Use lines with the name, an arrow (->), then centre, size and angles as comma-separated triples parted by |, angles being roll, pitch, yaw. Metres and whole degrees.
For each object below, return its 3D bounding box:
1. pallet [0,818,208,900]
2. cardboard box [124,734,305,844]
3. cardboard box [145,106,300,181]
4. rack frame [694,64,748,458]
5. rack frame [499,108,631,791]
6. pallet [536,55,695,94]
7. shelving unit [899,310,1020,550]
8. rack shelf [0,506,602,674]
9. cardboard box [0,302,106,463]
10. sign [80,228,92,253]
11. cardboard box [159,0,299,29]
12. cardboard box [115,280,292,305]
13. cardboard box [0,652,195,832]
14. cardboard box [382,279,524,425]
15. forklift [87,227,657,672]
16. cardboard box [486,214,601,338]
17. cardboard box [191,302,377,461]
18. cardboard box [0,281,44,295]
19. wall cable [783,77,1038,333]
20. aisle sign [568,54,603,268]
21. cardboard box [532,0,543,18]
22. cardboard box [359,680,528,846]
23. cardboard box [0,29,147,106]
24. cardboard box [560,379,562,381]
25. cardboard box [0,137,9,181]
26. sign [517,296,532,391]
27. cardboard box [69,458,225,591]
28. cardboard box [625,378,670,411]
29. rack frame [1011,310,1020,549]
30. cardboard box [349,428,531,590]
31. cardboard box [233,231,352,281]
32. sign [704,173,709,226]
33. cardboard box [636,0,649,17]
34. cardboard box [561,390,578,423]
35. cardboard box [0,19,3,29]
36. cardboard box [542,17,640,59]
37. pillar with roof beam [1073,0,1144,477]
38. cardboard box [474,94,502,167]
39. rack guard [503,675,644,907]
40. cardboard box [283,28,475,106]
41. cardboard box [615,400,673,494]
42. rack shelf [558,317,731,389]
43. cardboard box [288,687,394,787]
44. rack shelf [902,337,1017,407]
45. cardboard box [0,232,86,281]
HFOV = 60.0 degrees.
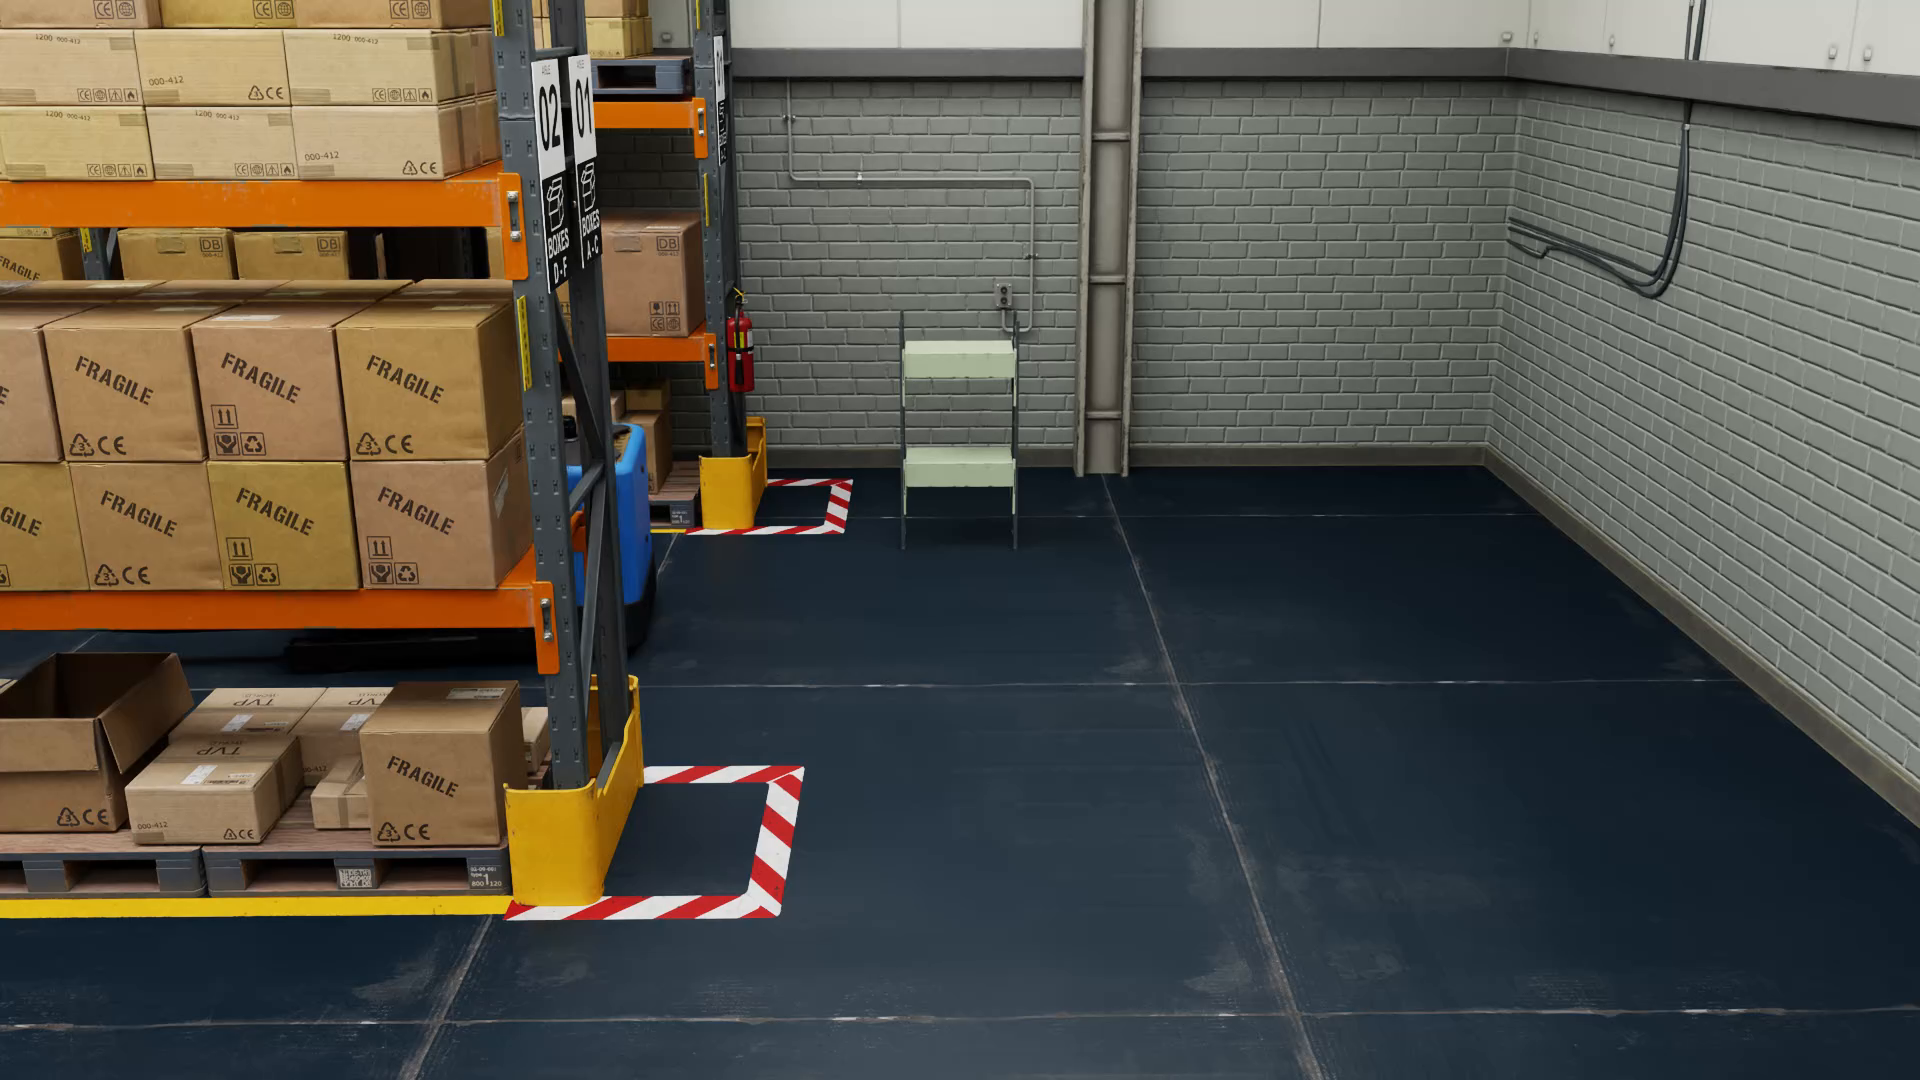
pallet -> -3.622, 1.173, 7.046 | 1.213, 0.211, 1.003 | 0, 18, -1
cardboard box -> -3.022, 1.009, 6.774 | 0.500, 0.250, 0.500 | 0, 18, -1
cardboard box -> -2.541, -1.439, 5.959 | 0.500, 0.250, 0.500 | 0, 18, -1
rack frame -> -1.614, -1.677, 11.366 | 0.127, 3.000, 1.000 | 0, 18, -1
rack frame -> -1.532, -0.165, 6.650 | 0.127, 3.000, 1.000 | 0, 18, -1
pallet -> -2.355, -3.057, 10.900 | 1.213, 0.211, 1.003 | 0, 18, -1
shelving unit -> -0.007, -0.714, 10.818 | 0.755, 1.500, 0.431 | 0, 18, -1
rack shelf -> -3.531, 0.188, 6.730 | 4.000, 0.370, 1.077 | 0, 18, -1
cardboard box -> -3.509, -0.593, 6.185 | 0.500, 0.500, 0.500 | 0, 18, 1
sign -> -5.595, -2.006, 10.625 | 0.005, 0.325, 0.100 | 0, 18, -1
cardboard box -> -2.546, -2.133, 6.073 | 0.500, 0.500, 0.700 | 0, 18, -1
cardboard box -> -3.002, -0.761, 6.708 | 0.500, 0.500, 0.500 | 0, 18, 0
cardboard box -> -3.653, 0.823, 6.937 | 0.637, 0.503, 0.797 | 0, 18, -1
cardboard box -> -1.980, -0.767, 6.726 | 0.500, 0.500, 0.500 | 0, 18, 1
forklift -> -3.274, -0.864, 8.943 | 3.031, 2.935, 1.130 | -2, 18, -6
cardboard box -> -2.851, -1.808, 11.282 | 0.700, 0.700, 0.980 | 0, 18, -1
cardboard box -> -2.477, -0.599, 6.205 | 0.500, 0.500, 0.500 | 0, 18, 1
cardboard box -> -4.014, -0.756, 6.693 | 0.500, 0.500, 0.500 | 0, 18, 0
wall cable -> -0.348, -2.456, 12.131 | 1.851, 1.984, 0.084 | 0, 18, -1
aisle sign -> -1.468, -1.492, 6.533 | 0.004, 0.787, 0.394 | 0, 18, -1
cardboard box -> -2.842, -3.553, 10.469 | 0.500, 0.500, 0.500 | 0, 18, 1
cardboard box -> -2.071, 0.894, 6.722 | 0.500, 0.500, 0.500 | 0, 18, -1
cardboard box -> -3.041, -1.675, 5.876 | 0.500, 0.250, 0.500 | 0, 18, -1
cardboard box -> -2.947, -1.020, 11.660 | 0.250, 0.149, 0.380 | 0, 18, 0
cardboard box -> -3.541, -1.435, 5.947 | 0.500, 0.250, 0.500 | 0, 18, -1
sign -> -1.543, -0.697, 5.896 | 0.005, 0.325, 0.100 | 0, 18, -1
cardboard box -> -2.993, -0.123, 6.355 | 0.500, 0.500, 0.500 | 0, 18, 0
cardboard box -> -2.190, -1.024, 11.671 | 0.250, 0.149, 0.380 | 0, 18, 0
rack frame -> 0.359, -0.716, 10.824 | 0.023, 1.500, 0.400 | 0, 18, -1
cardboard box -> -1.975, -0.127, 6.369 | 0.500, 0.500, 0.500 | 0, 18, 1
cardboard box -> -4.341, -1.800, 11.258 | 0.700, 0.700, 0.980 | -1, 18, -2
sign -> -1.619, -2.176, 10.636 | 0.005, 0.325, 0.100 | 0, 18, -1
cardboard box -> -2.347, -3.709, 10.956 | 0.500, 0.500, 0.500 | -1, 18, -3
cardboard box -> -2.693, -0.904, 11.299 | 0.250, 0.149, 0.380 | 0, 18, 1
cardboard box -> -3.546, -2.124, 6.045 | 0.500, 0.500, 0.700 | 0, 18, -1
cardboard box -> -2.342, -3.197, 10.588 | 0.500, 0.250, 0.500 | 0, 18, 1
pillar with roof beam -> 1.140, -3.496, 7.215 | 0.400, 9.000, 9.100 | 0, 18, -1
cardboard box -> -2.049, -1.597, 6.449 | 0.500, 0.250, 0.500 | 0, 18, -1
rack guard -> -1.608, 1.026, 7.030 | 0.348, 0.500, 1.175 | 0, 18, -1
cardboard box -> -2.041, -1.679, 5.888 | 0.500, 0.250, 0.500 | 0, 18, -1
cardboard box -> -2.312, -0.653, 11.578 | 0.500, 0.500, 0.700 | 0, 18, -1
rack shelf -> -3.613, -1.325, 11.446 | 4.000, 0.370, 1.077 | 0, 18, -1
cardboard box -> -2.580, 0.854, 7.257 | 0.500, 0.250, 0.500 | 0, 18, -1
rack shelf -> -0.007, -1.086, 10.699 | 0.720, 0.370, 0.431 | 0, 18, -1
cardboard box -> -6.071, -1.778, 10.995 | 0.500, 0.500, 0.500 | -1, 18, -2
